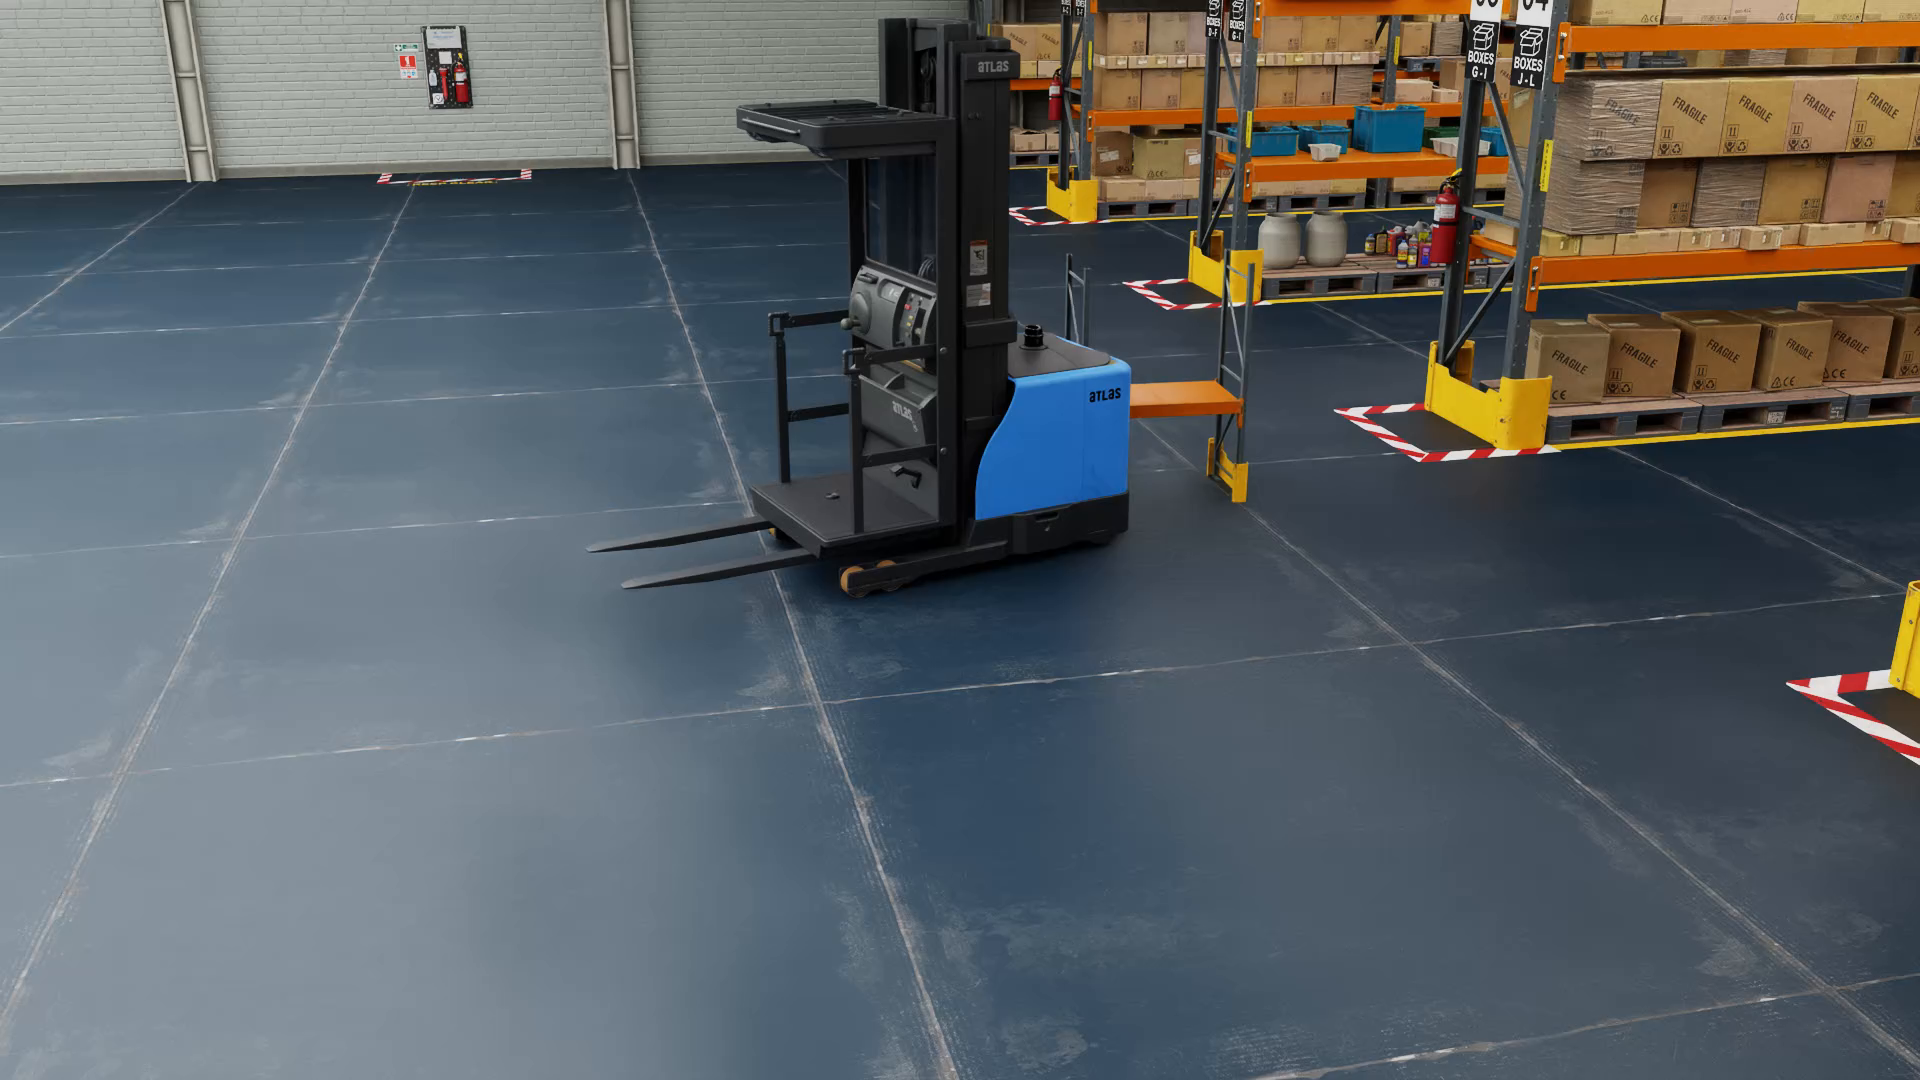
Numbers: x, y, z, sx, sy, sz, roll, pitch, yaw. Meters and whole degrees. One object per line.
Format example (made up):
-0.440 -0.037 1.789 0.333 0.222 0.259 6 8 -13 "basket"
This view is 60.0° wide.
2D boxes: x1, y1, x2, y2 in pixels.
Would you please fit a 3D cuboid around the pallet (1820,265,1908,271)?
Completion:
9.594 -3.160 18.136 1.213 0.211 1.003 -5 21 -12 "pallet"

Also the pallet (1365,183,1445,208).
6.036 -4.622 22.125 1.213 0.211 1.003 -5 21 -12 "pallet"

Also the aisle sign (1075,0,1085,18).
1.442 -6.656 19.845 0.004 0.787 0.394 -5 21 -12 "aisle sign"

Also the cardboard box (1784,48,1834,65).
11.408 -6.577 22.652 0.500 0.500 0.700 -10 23 -26 "cardboard box"

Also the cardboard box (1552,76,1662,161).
4.309 -2.835 11.163 0.500 0.500 0.500 -5 21 -12 "cardboard box"

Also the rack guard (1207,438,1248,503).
1.717 -0.454 10.690 0.087 0.250 0.587 -3 20 -9 "rack guard"

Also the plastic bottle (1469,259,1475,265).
5.135 -2.876 16.733 0.097 0.201 0.097 0 20 0 "plastic bottle"

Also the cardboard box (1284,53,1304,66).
4.122 -6.038 20.849 0.250 0.149 0.380 -5 21 -13 "cardboard box"

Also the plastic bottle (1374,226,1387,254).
4.368 -3.124 17.290 0.133 0.283 0.061 -4 21 -11 "plastic bottle"

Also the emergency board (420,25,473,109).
-7.479 -6.888 24.258 0.643 1.169 0.194 -5 21 -12 "emergency board"

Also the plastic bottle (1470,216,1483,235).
5.400 -3.224 17.468 0.185 0.351 0.144 -6 21 -15 "plastic bottle"

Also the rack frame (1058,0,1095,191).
1.435 -5.543 20.586 0.127 3.000 1.000 -5 21 -12 "rack frame"

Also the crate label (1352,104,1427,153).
4.301 -4.138 16.698 0.616 0.435 0.502 -5 21 -12 "crate label"

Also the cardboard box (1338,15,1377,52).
4.898 -6.479 21.109 0.500 0.500 0.700 -5 21 -12 "cardboard box"

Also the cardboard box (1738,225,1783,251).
5.526 -2.138 11.656 0.250 0.149 0.380 -5 21 -12 "cardboard box"

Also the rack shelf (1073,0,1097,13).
3.382 -6.772 20.626 4.000 0.370 1.077 -5 21 -12 "rack shelf"

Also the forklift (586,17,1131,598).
-0.552 -1.272 9.026 3.031 2.935 1.130 -11 23 -27 "forklift"

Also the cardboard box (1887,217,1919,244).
6.742 -2.237 11.925 0.250 0.149 0.380 -5 21 -12 "cardboard box"

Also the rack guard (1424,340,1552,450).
3.785 -1.059 11.980 0.348 0.500 1.175 -5 21 -12 "rack guard"

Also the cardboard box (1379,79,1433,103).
5.797 -5.843 21.623 0.500 0.250 0.500 -3 20 -9 "cardboard box"

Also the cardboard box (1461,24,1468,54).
8.476 -8.156 27.112 0.500 0.500 0.500 -5 21 -12 "cardboard box"

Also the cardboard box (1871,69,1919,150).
6.743 -3.032 11.699 0.500 0.500 0.500 -5 21 -12 "cardboard box"

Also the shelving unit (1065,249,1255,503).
1.226 -1.012 10.397 1.083 1.500 0.587 -3 20 -9 "shelving unit"

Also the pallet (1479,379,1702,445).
4.584 -0.976 12.173 1.213 0.211 1.003 -5 21 -12 "pallet"

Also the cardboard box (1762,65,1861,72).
6.135 -3.170 12.075 0.500 0.500 0.500 -5 21 -12 "cardboard box"

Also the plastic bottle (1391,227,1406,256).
4.535 -3.083 17.180 0.133 0.283 0.061 -5 21 -12 "plastic bottle"

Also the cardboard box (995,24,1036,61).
0.826 -7.429 24.834 0.500 0.500 0.500 -5 21 -12 "cardboard box"

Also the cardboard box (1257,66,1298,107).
3.897 -5.787 21.107 0.500 0.500 0.700 -4 21 -12 "cardboard box"

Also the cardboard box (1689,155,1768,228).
5.208 -2.553 11.845 0.500 0.500 0.875 -5 21 -12 "cardboard box"

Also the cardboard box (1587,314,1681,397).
4.897 -1.353 12.171 0.500 0.500 0.500 1 20 2 "cardboard box"

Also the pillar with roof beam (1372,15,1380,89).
7.604 -9.397 22.385 0.400 9.000 9.100 -5 21 -12 "pillar with roof beam"

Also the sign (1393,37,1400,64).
5.457 -6.118 20.781 0.005 0.325 0.100 -5 21 -12 "sign"

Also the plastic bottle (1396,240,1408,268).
4.408 -2.850 16.560 0.097 0.271 0.097 0 20 0 "plastic bottle"

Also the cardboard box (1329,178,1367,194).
4.927 -4.656 21.551 0.500 0.250 0.500 -5 21 -12 "cardboard box"

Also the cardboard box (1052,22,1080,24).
1.696 -7.680 25.517 0.500 0.500 0.500 -5 21 -14 "cardboard box"

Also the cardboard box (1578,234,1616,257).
4.291 -2.065 11.457 0.250 0.149 0.380 -5 21 -12 "cardboard box"

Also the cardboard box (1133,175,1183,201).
2.494 -4.458 21.011 0.500 0.250 0.500 -5 21 -12 "cardboard box"

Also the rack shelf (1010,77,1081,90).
2.238 -7.022 25.668 4.000 0.370 1.077 -5 21 -12 "rack shelf"

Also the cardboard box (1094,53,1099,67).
1.763 -5.989 20.714 0.250 0.149 0.380 -5 21 -13 "cardboard box"

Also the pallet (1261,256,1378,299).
3.427 -2.660 16.769 1.213 0.211 1.003 -5 21 -12 "pallet"

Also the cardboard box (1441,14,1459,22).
7.748 -8.355 26.534 0.250 0.149 0.380 -7 21 -20 "cardboard box"

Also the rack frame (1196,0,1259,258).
2.572 -3.885 16.059 0.127 3.000 1.000 -5 21 -12 "rack frame"

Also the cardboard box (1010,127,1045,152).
0.986 -6.170 25.566 0.500 0.311 0.500 -7 21 -19 "cardboard box"

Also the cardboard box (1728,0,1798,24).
5.223 -3.598 11.132 0.500 0.250 0.500 -5 21 -13 "cardboard box"

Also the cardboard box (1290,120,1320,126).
5.388 -6.672 26.663 0.500 0.500 0.700 -5 21 -14 "cardboard box"

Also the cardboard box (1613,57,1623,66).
10.707 -7.850 27.219 0.250 0.149 0.380 -5 21 -12 "cardboard box"

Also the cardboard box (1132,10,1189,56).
2.455 -6.280 20.565 0.500 0.500 0.700 -5 21 -14 "cardboard box"

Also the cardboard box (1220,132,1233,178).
3.469 -4.887 21.092 0.500 0.500 0.500 -5 21 -12 "cardboard box"

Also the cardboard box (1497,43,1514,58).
8.609 -7.983 26.640 0.500 0.500 0.500 -4 21 -11 "cardboard box"

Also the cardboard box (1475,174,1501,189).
6.779 -4.797 21.936 0.500 0.250 0.500 -5 21 -14 "cardboard box"

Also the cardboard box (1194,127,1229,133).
3.345 -5.067 21.582 0.500 0.500 0.500 -5 21 -12 "cardboard box"

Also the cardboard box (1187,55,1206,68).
2.871 -5.936 20.570 0.250 0.149 0.380 -5 21 -14 "cardboard box"
